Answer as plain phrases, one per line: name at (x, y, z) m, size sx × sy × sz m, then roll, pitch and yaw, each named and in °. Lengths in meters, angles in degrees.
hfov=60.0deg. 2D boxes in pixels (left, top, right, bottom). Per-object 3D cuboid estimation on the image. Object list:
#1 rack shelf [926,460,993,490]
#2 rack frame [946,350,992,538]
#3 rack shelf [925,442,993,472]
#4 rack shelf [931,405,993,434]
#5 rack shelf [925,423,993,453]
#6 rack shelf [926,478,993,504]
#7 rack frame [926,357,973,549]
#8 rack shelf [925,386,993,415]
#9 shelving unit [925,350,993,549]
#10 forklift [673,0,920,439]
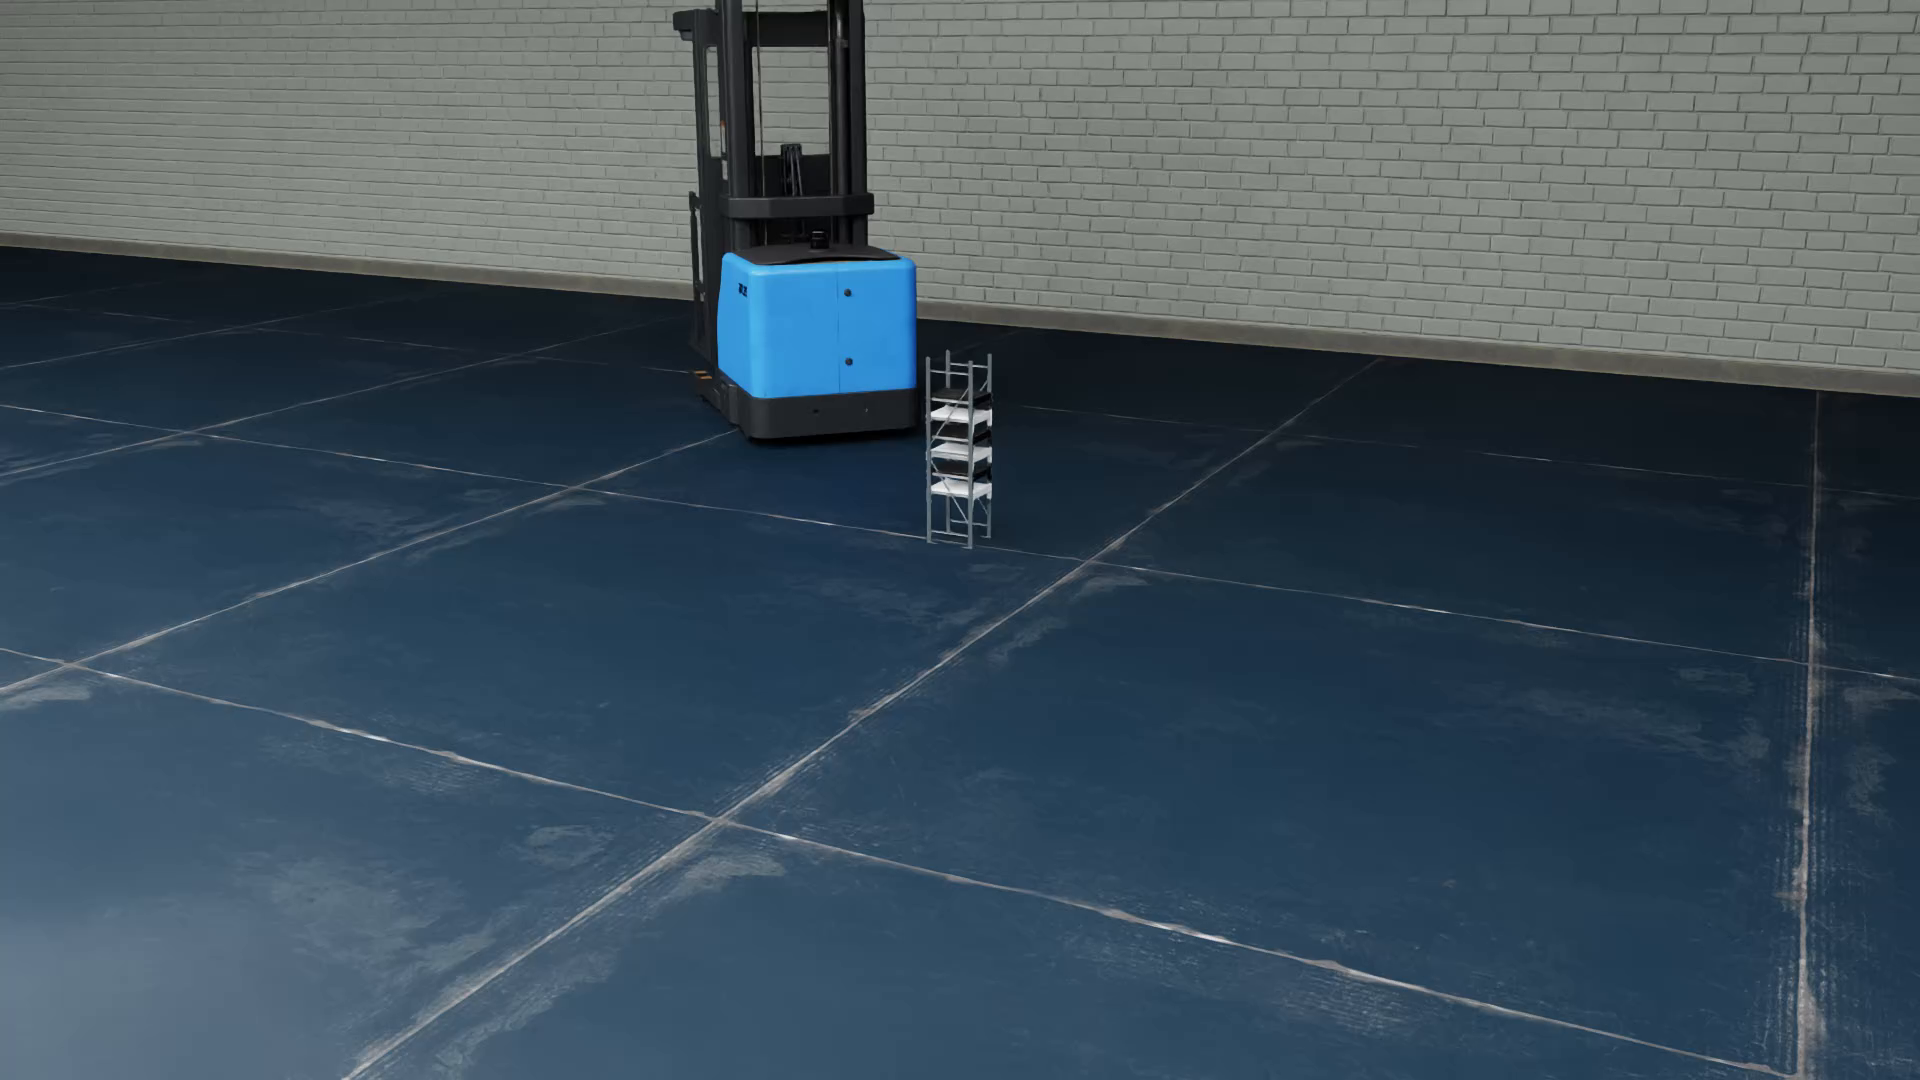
rack shelf at (-0.004, -0.311, 7.924) m, size 0.258 × 0.077 × 0.200 m, roll 8°, pitch 18°, yaw 25°
rack frame at (0.042, -0.455, 7.976) m, size 0.240 × 0.900 × 0.006 m, roll 8°, pitch 18°, yaw 25°
rack shelf at (-0.004, -0.397, 7.899) m, size 0.258 × 0.077 × 0.200 m, roll 8°, pitch 18°, yaw 25°
rack shelf at (-0.004, -0.570, 7.848) m, size 0.258 × 0.077 × 0.200 m, roll 8°, pitch 18°, yaw 25°
rack shelf at (-0.004, -0.484, 7.873) m, size 0.258 × 0.077 × 0.200 m, roll 8°, pitch 18°, yaw 25°
rack shelf at (-0.004, -0.225, 7.950) m, size 0.258 × 0.077 × 0.200 m, roll 8°, pitch 18°, yaw 25°
rack frame at (-0.049, -0.403, 7.802) m, size 0.240 × 0.900 × 0.006 m, roll 8°, pitch 18°, yaw 25°
rack shelf at (-0.004, -0.656, 7.822) m, size 0.258 × 0.077 × 0.200 m, roll 8°, pitch 18°, yaw 25°
shelving unit at (-0.004, -0.429, 7.889) m, size 0.258 × 0.900 × 0.210 m, roll 8°, pitch 18°, yaw 25°
forklift at (-1.215, -2.379, 10.887) m, size 1.130 × 2.935 × 3.031 m, roll -6°, pitch 17°, yaw -19°
